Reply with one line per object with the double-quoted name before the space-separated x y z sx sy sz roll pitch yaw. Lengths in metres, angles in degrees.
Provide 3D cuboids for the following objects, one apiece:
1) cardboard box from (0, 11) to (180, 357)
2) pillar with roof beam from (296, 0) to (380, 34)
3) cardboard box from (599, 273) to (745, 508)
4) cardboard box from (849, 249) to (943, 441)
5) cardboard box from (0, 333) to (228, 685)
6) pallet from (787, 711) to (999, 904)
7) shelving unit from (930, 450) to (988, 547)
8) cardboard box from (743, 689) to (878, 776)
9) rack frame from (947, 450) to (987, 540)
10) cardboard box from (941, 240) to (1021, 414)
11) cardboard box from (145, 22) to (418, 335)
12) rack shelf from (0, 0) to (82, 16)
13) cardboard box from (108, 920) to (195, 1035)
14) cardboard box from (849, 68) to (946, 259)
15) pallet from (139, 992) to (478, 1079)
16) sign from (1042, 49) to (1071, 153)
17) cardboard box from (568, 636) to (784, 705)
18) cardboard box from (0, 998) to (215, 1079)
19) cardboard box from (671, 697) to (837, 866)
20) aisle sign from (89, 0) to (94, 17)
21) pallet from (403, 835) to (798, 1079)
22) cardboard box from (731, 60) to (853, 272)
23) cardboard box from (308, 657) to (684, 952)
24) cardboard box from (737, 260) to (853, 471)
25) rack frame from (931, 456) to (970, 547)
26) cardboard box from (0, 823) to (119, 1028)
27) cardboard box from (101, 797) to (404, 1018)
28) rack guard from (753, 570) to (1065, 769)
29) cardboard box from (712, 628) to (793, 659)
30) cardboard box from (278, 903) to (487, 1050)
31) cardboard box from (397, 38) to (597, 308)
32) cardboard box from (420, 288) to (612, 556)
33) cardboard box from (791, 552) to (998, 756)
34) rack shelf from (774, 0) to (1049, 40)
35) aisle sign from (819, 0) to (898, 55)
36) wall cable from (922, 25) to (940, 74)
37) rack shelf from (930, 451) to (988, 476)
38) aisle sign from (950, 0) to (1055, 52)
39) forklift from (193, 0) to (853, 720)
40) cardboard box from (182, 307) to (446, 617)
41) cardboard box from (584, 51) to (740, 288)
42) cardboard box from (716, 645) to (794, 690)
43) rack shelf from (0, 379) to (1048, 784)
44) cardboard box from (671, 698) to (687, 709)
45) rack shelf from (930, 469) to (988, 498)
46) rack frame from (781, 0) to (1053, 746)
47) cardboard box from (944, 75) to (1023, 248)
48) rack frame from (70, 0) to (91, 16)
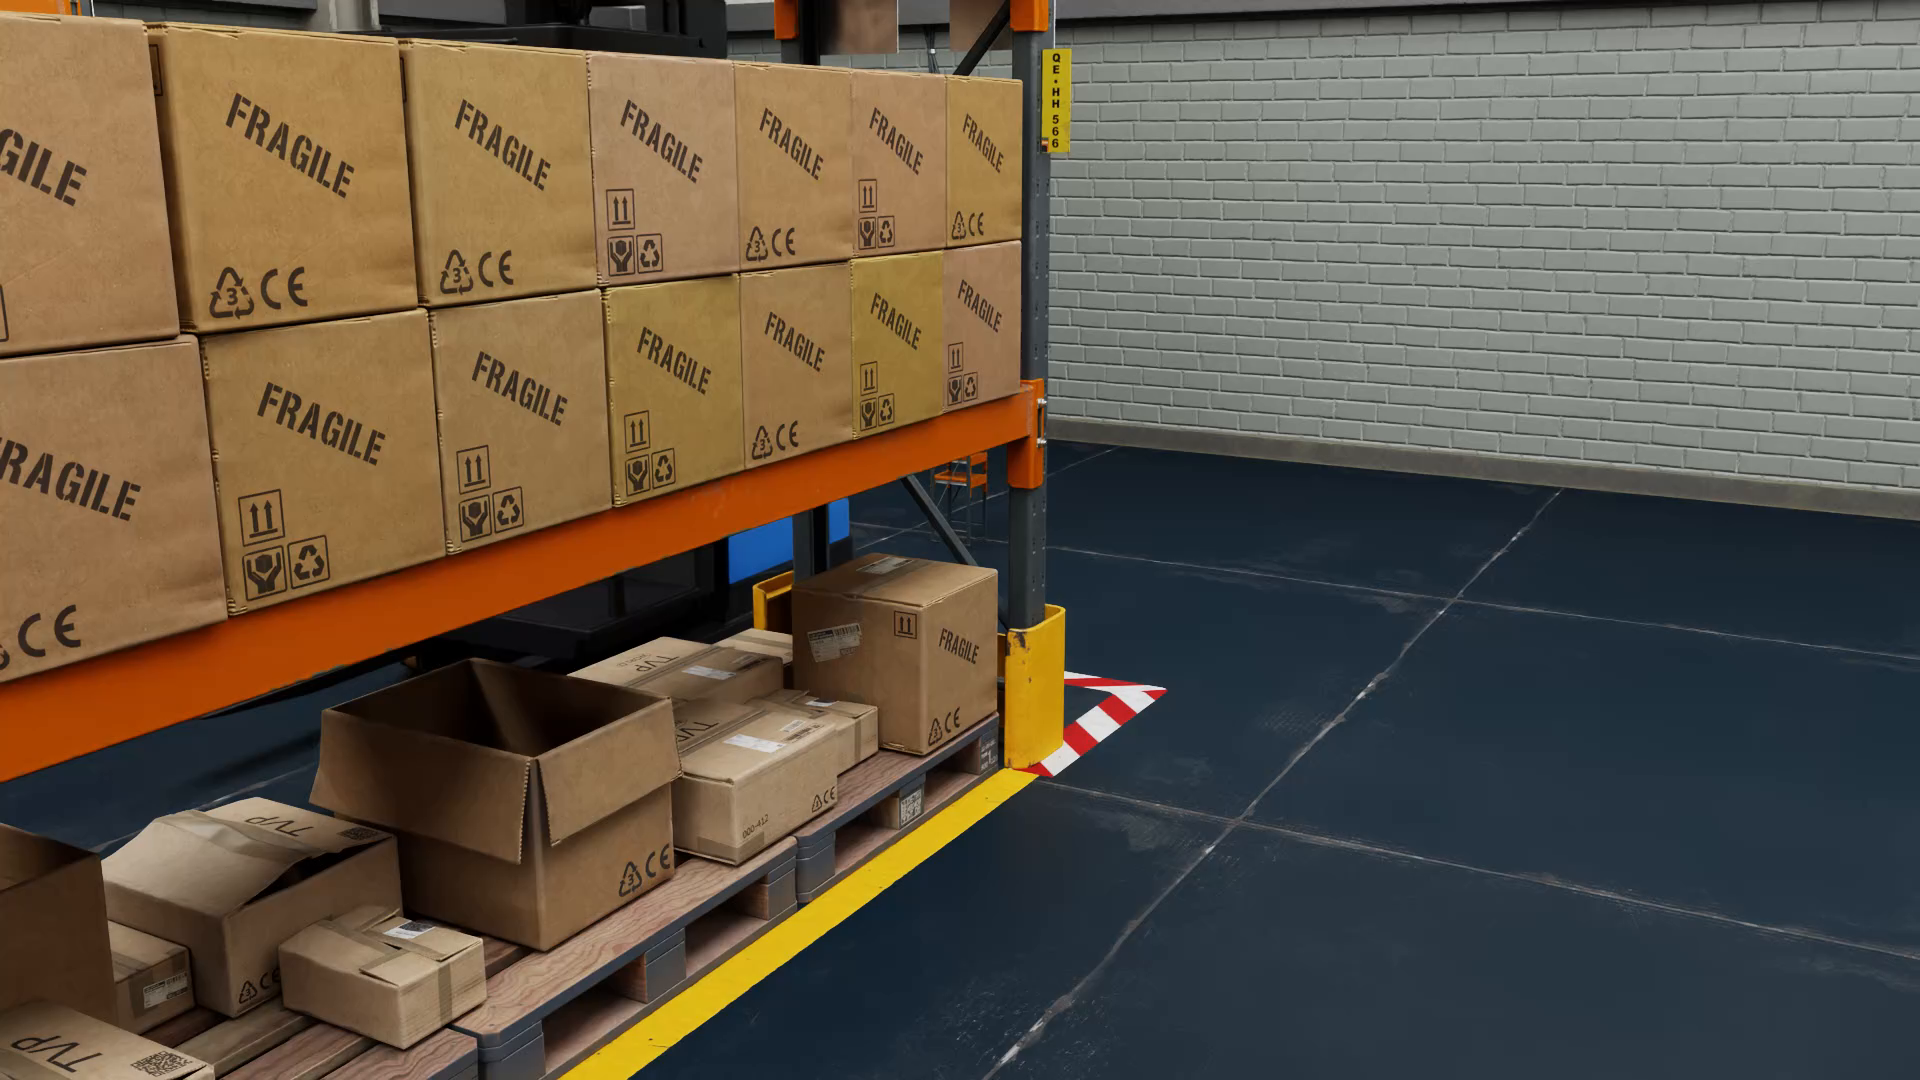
"cardboard box" -1.622 -0.557 2.596 0.500 0.500 0.500 8 16 29
"pillar with roof beam" -0.184 -4.419 8.163 9.100 9.000 0.400 7 15 28
"cardboard box" -0.879 -0.392 4.045 0.500 0.500 0.500 7 15 27
"cardboard box" -0.389 -0.597 4.896 0.500 0.500 0.500 8 15 29
"cardboard box" -1.612 -0.080 2.750 0.500 0.500 0.500 8 16 30
"pallet" -0.584 0.757 5.443 1.003 0.211 1.213 7 15 28
"shelving unit" -0.007 -0.580 8.881 0.258 1.200 0.189 7 15 28
"cardboard box" -0.485 0.598 5.260 0.380 0.166 0.250 7 15 28
"rack frame" 0.037 -0.599 8.958 0.240 1.200 0.006 7 15 28
"cardboard box" -0.141 -0.704 5.339 0.500 0.500 0.500 8 16 30
"cardboard box" -1.373 -0.663 3.035 0.500 0.500 0.500 7 15 26
"rack shelf" -5.468 -2.037 6.216 1.077 0.370 4.000 7 15 28
"cardboard box" -1.941 0.982 3.704 0.380 0.149 0.250 7 15 28
"cardboard box" -0.381 -1.086 4.793 0.500 0.500 0.500 8 16 30
"pallet" -1.764 1.258 3.367 1.003 0.211 1.213 7 15 28
"sign" 0.313 -1.427 5.410 0.100 0.325 0.005 7 15 28
"cardboard box" -0.916 0.527 5.376 0.500 0.250 0.500 7 15 28
"cardboard box" -1.704 1.074 2.975 0.500 0.311 0.500 7 15 28
"cardboard box" -0.696 0.676 4.758 0.500 0.250 0.500 7 15 28
"aisle sign" -4.204 -2.583 7.801 0.394 0.787 0.004 7 15 28
"pallet" -1.175 1.006 4.409 1.003 0.211 1.213 7 15 28
"cardboard box" -0.627 -0.979 4.350 0.500 0.500 0.500 8 16 30
"cardboard box" -1.193 0.656 4.298 0.797 0.503 0.637 7 15 28
"cardboard box" -0.635 -0.495 4.474 0.500 0.500 0.500 8 15 28
"rack frame" -0.051 -0.562 8.803 0.240 1.200 0.006 7 15 28
"cardboard box" -2.069 0.895 3.316 0.500 0.500 0.500 7 15 28
"cardboard box" -1.707 0.833 3.976 0.500 0.311 0.500 7 15 28
"rack guard" -0.200 0.453 6.088 1.175 0.500 0.348 7 15 28
"cardboard box" -0.666 0.441 5.948 0.380 0.149 0.250 7 15 28
"cardboard box" -1.295 0.966 3.733 0.380 0.166 0.250 7 15 28
"cardboard box" -1.124 -0.768 3.473 0.500 0.500 0.500 7 15 26
"cardboard box" -1.123 -0.287 3.612 0.500 0.500 0.500 7 15 28
"cardboard box" -0.210 0.363 5.523 0.500 0.500 0.500 7 15 28
"rack shelf" -1.130 -1.476 3.891 1.077 0.370 4.000 7 15 28
"aisle sign" -0.387 -2.089 5.752 0.394 0.787 0.004 7 15 28
"wall cable" -1.454 -3.865 12.491 3.097 2.526 0.112 7 15 28
"rack shelf" -0.007 -0.420 8.919 0.258 0.103 0.180 7 15 28
"aisle sign" 0.138 -2.021 5.470 0.394 0.787 0.004 7 15 28
"forklift" -1.621 -0.895 6.491 1.130 2.935 3.031 7 15 26
"cardboard box" -1.367 -0.185 3.187 0.500 0.500 0.500 8 16 29
"cardboard box" -0.876 -0.874 3.912 0.500 0.500 0.500 8 16 30
"cardboard box" -0.787 0.484 5.733 0.380 0.166 0.250 7 15 28
"rack shelf" -1.130 -0.018 4.242 1.077 0.370 4.000 7 15 28
"cardboard box" -1.157 0.629 4.950 0.500 0.250 0.500 7 15 28
"rack shelf" -0.007 -0.304 8.947 0.258 0.103 0.180 7 15 28
"rack frame" -0.163 -0.778 5.860 1.000 3.000 0.127 7 15 28
"cardboard box" -0.137 -1.190 5.223 0.500 0.500 0.500 7 15 28
"rack frame" -4.501 -1.338 8.185 1.000 3.000 0.127 7 15 28
